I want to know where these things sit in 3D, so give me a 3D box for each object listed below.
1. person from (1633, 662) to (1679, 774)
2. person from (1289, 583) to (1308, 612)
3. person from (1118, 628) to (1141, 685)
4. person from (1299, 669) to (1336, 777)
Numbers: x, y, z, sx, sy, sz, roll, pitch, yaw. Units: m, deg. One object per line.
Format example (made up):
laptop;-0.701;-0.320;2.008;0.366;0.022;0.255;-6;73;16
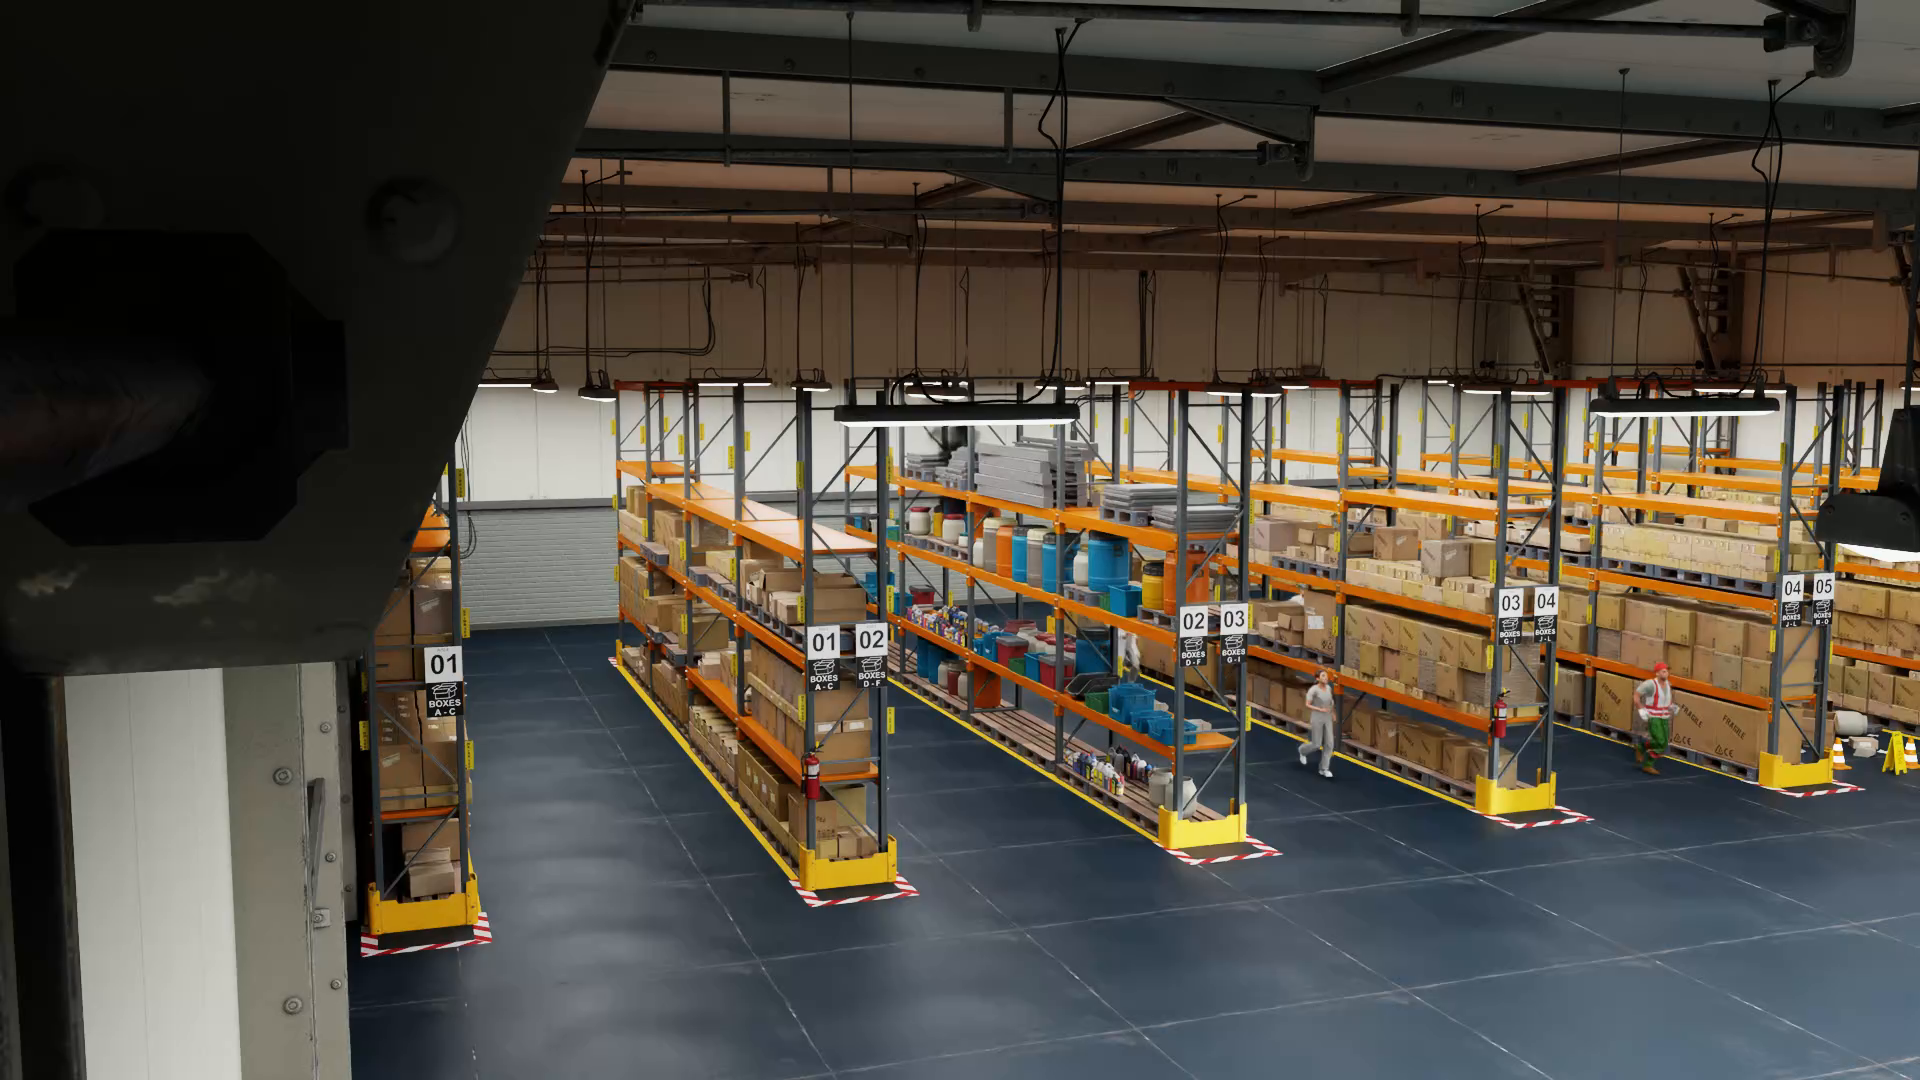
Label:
person;10.793;2.749;25.755;0.670;1.737;0.583;-3;7;-25
person;7.277;1.767;35.321;0.584;1.754;0.776;-2;6;-16
person;3.176;2.089;31.887;0.689;1.826;0.799;-2;6;-18
person;5.553;2.792;25.725;0.570;1.641;0.772;-3;7;-25
